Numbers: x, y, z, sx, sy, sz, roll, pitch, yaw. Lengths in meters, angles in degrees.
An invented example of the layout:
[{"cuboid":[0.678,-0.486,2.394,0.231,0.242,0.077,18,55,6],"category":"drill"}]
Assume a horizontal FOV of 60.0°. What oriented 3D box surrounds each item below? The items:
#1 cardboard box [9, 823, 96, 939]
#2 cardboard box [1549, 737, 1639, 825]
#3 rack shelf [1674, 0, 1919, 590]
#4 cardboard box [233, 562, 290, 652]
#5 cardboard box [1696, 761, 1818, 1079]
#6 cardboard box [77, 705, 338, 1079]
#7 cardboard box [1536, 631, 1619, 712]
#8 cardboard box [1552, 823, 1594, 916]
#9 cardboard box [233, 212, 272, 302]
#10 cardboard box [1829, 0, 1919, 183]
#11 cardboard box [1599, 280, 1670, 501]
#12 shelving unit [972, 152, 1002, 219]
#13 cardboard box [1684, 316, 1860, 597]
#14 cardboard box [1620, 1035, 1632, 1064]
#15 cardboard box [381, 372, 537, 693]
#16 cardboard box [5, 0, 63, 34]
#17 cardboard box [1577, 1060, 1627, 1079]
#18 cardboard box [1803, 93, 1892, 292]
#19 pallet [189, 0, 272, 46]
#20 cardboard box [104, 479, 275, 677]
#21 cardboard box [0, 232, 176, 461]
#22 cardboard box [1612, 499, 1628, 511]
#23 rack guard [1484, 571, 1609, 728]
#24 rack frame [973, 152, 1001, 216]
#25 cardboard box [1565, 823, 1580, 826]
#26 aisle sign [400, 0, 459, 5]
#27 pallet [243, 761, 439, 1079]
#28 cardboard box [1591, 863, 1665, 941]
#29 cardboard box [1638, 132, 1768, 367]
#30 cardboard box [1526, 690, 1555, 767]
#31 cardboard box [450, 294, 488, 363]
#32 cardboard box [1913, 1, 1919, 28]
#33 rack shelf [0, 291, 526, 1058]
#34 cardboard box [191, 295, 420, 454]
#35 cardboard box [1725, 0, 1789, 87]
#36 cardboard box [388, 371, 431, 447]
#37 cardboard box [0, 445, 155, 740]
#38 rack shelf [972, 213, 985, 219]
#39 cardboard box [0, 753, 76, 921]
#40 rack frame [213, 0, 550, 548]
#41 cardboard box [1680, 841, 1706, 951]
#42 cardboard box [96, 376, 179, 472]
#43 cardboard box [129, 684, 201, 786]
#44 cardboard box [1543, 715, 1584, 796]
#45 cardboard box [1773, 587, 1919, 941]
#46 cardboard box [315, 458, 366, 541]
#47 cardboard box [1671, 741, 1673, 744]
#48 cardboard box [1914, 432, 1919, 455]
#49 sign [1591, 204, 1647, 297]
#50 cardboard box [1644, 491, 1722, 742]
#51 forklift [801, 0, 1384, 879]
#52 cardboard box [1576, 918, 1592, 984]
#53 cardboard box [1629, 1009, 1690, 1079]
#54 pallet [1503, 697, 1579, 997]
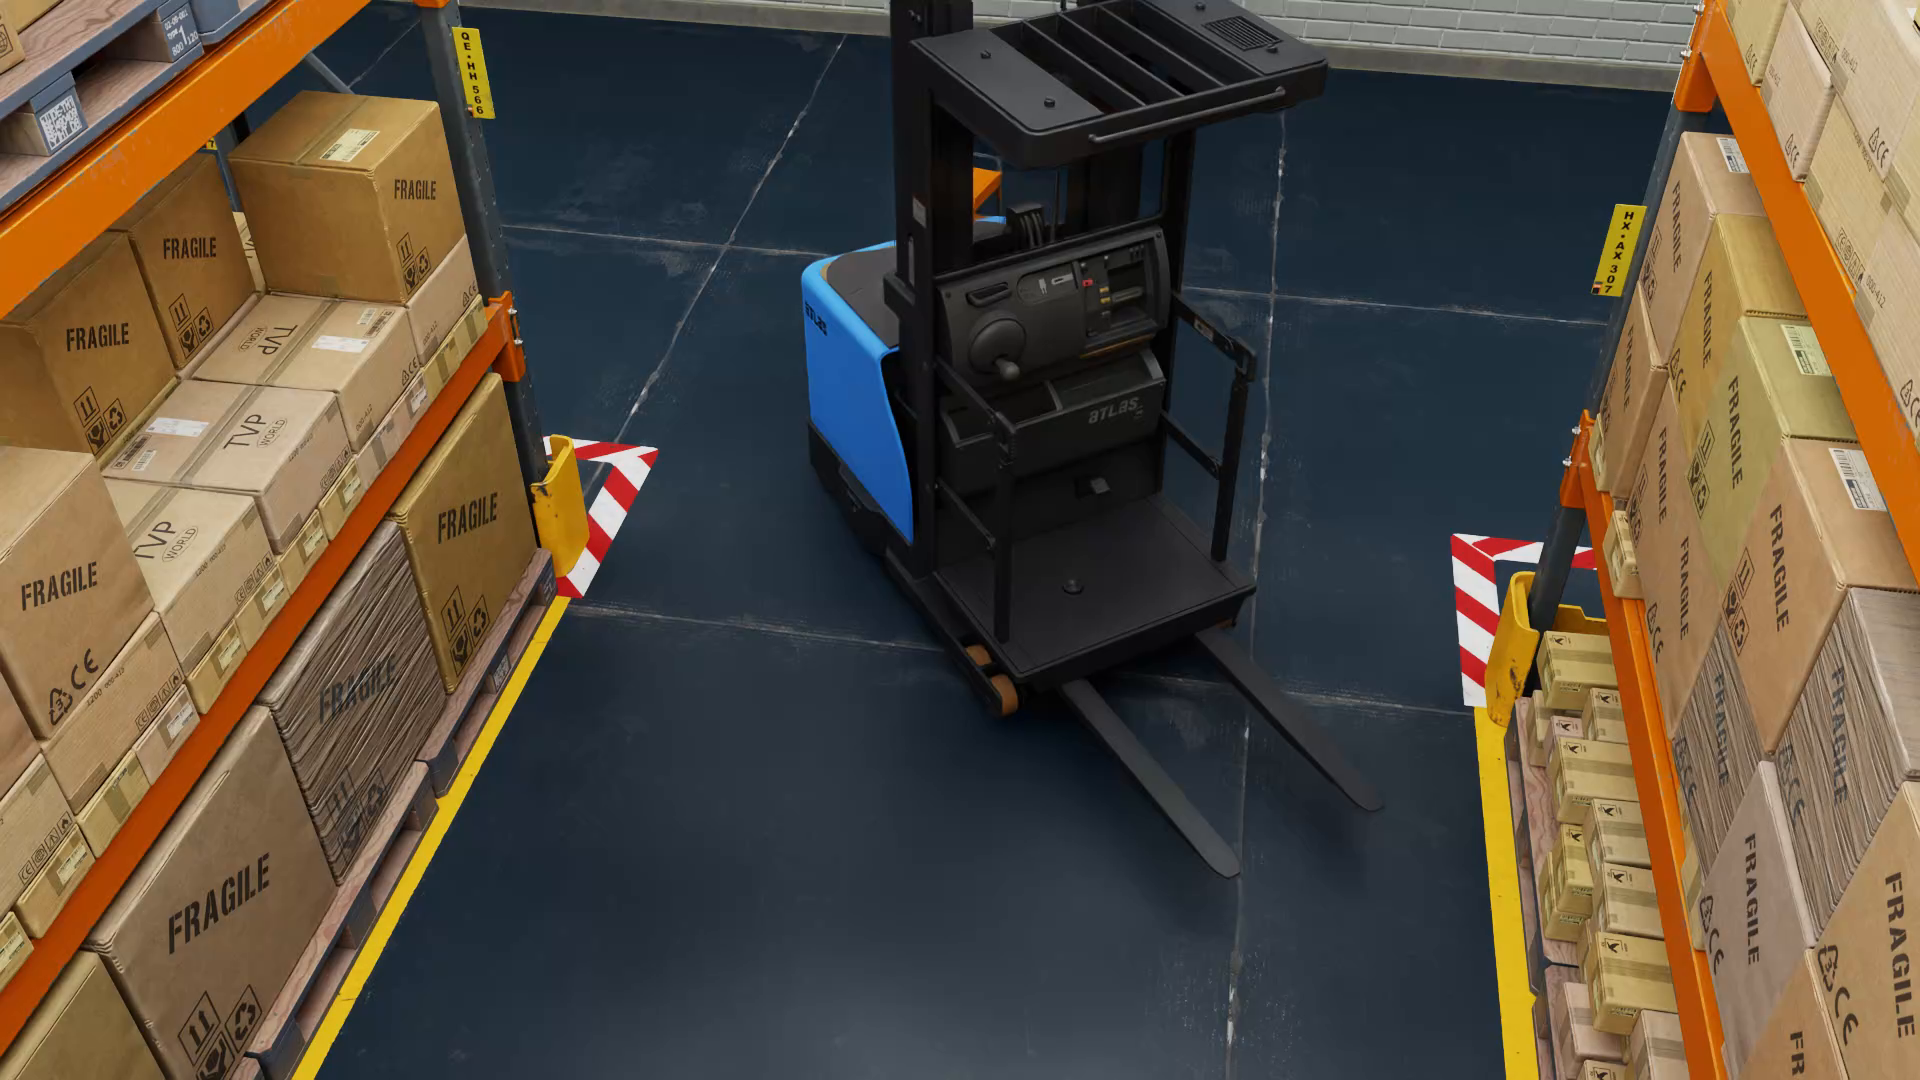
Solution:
[{"cuboid":[-2.395,0.819,4.103,0.380,0.149,0.250,5,40,6],"category":"cardboard box"},{"cuboid":[2.127,0.796,5.374,0.380,0.149,0.250,6,40,8],"category":"cardboard box"},{"cuboid":[2.305,-0.157,3.297,1.077,0.370,4.000,6,40,8],"category":"rack shelf"},{"cuboid":[-2.218,0.172,4.885,0.380,0.149,0.250,7,40,9],"category":"cardboard box"},{"cuboid":[1.943,0.851,3.554,0.500,0.500,0.500,6,40,7],"category":"cardboard box"},{"cuboid":[-2.560,1.053,4.960,0.875,0.875,0.875,6,40,8],"category":"cardboard box"},{"cuboid":[2.226,0.465,5.774,0.380,0.149,0.250,5,40,6],"category":"cardboard box"},{"cuboid":[2.098,1.067,5.279,0.380,0.149,0.250,8,40,9],"category":"cardboard box"},{"cuboid":[-2.565,-0.929,5.904,0.500,0.250,0.500,5,40,6],"category":"cardboard box"},{"cuboid":[2.131,-0.934,3.397,0.500,0.250,0.500,7,40,8],"category":"cardboard box"},{"cuboid":[2.302,-0.435,5.111,0.500,0.500,0.500,8,40,10],"category":"cardboard box"},{"cuboid":[-0.025,-1.235,7.802,0.258,1.200,0.503,16,42,19],"category":"shelving unit"},{"cuboid":[2.119,-0.178,4.015,0.500,0.500,0.500,6,40,7],"category":"cardboard box"},{"cuboid":[2.140,1.419,4.854,0.380,0.149,0.250,8,40,10],"category":"cardboard box"},{"cuboid":[-2.248,-0.076,6.326,0.875,0.875,0.875,6,40,8],"category":"cardboard box"},{"cuboid":[-2.511,-1.537,3.914,0.700,0.500,0.500,4,40,5],"category":"cardboard box"},{"cuboid":[1.991,1.669,4.785,0.380,0.149,0.250,6,40,8],"category":"cardboard box"},{"cuboid":[2.150,-0.723,3.535,0.500,0.250,0.500,5,40,6],"category":"cardboard box"},{"cuboid":[-2.334,-1.799,4.787,1.003,0.211,1.213,6,40,8],"category":"pallet"},{"cuboid":[-2.301,0.098,4.662,0.500,0.250,0.500,6,40,8],"category":"cardboard box"},{"cuboid":[-2.736,-0.579,4.892,0.500,0.500,0.500,5,40,6],"category":"cardboard box"},{"cuboid":[2.269,-0.105,5.220,0.380,0.149,0.250,8,40,9],"category":"cardboard box"},{"cuboid":[2.638,0.478,6.280,1.175,0.500,0.348,6,40,8],"category":"rack guard"},{"cuboid":[0.078,-1.376,7.973,0.240,1.200,0.015,16,42,19],"category":"rack frame"},{"cuboid":[2.245,1.027,5.562,0.380,0.149,0.250,7,40,8],"category":"cardboard box"},{"cuboid":[-1.908,-2.158,5.466,0.394,0.787,0.004,6,40,8],"category":"aisle sign"},{"cuboid":[-2.491,1.205,5.627,1.003,0.211,1.213,6,40,8],"category":"pallet"},{"cuboid":[2.108,1.134,4.966,0.380,0.149,0.250,8,40,9],"category":"cardboard box"},{"cuboid":[2.312,-0.820,4.791,0.500,0.500,0.500,6,40,7],"category":"cardboard box"},{"cuboid":[2.245,0.697,5.961,0.380,0.149,0.250,7,40,9],"category":"cardboard box"},{"cuboid":[-1.954,-0.787,6.045,0.380,0.149,0.250,7,40,9],"category":"cardboard box"},{"cuboid":[2.068,-0.999,3.162,0.380,0.149,0.250,8,40,9],"category":"cardboard box"},{"cuboid":[-2.562,0.389,4.991,1.077,0.370,4.000,6,40,8],"category":"rack shelf"},{"cuboid":[-2.127,-0.549,5.444,0.500,0.250,0.500,6,40,7],"category":"cardboard box"},{"cuboid":[2.322,-1.378,4.327,0.500,0.250,0.500,8,40,9],"category":"cardboard box"},{"cuboid":[-2.042,-0.466,5.656,0.380,0.149,0.250,6,40,8],"category":"cardboard box"},{"cuboid":[-2.396,0.113,4.055,0.500,0.500,0.500,5,40,6],"category":"cardboard box"},{"cuboid":[-0.025,-1.356,7.702,0.258,0.148,0.480,16,42,19],"category":"rack shelf"},{"cuboid":[-2.478,0.732,3.895,0.500,0.250,0.500,6,40,7],"category":"cardboard box"},{"cuboid":[-2.216,-1.144,6.279,1.000,3.000,0.127,6,40,8],"category":"rack frame"},{"cuboid":[1.978,0.879,4.029,0.380,0.149,0.250,7,40,9],"category":"cardboard box"},{"cuboid":[-2.739,-0.287,5.128,0.500,0.250,0.500,5,40,6],"category":"cardboard box"},{"cuboid":[-2.306,0.501,4.487,0.380,0.149,0.250,7,40,8],"category":"cardboard box"},{"cuboid":[2.205,0.755,5.657,0.380,0.149,0.250,6,40,7],"category":"cardboard box"},{"cuboid":[1.961,0.469,3.232,0.500,0.500,0.500,7,40,9],"category":"cardboard box"},{"cuboid":[-2.129,-0.146,5.270,0.380,0.149,0.250,6,40,7],"category":"cardboard box"},{"cuboid":[2.118,0.555,4.422,0.380,0.149,0.250,6,40,7],"category":"cardboard box"},{"cuboid":[1.963,-0.090,2.769,0.500,0.250,0.500,6,40,7],"category":"cardboard box"},{"cuboid":[2.117,-0.927,5.338,0.100,0.325,0.005,6,40,8],"category":"sign"},{"cuboid":[2.137,0.209,4.331,0.500,0.500,0.500,7,40,8],"category":"cardboard box"},{"cuboid":[0.462,-0.779,5.892,1.130,2.935,3.031,-19,43,-22],"category":"forklift"},{"cuboid":[2.142,1.346,5.176,0.380,0.149,0.250,6,40,8],"category":"cardboard box"},{"cuboid":[2.069,1.462,4.569,0.380,0.149,0.250,6,40,8],"category":"cardboard box"},{"cuboid":[2.463,1.095,5.760,1.003,0.211,1.213,6,40,8],"category":"pallet"}]
